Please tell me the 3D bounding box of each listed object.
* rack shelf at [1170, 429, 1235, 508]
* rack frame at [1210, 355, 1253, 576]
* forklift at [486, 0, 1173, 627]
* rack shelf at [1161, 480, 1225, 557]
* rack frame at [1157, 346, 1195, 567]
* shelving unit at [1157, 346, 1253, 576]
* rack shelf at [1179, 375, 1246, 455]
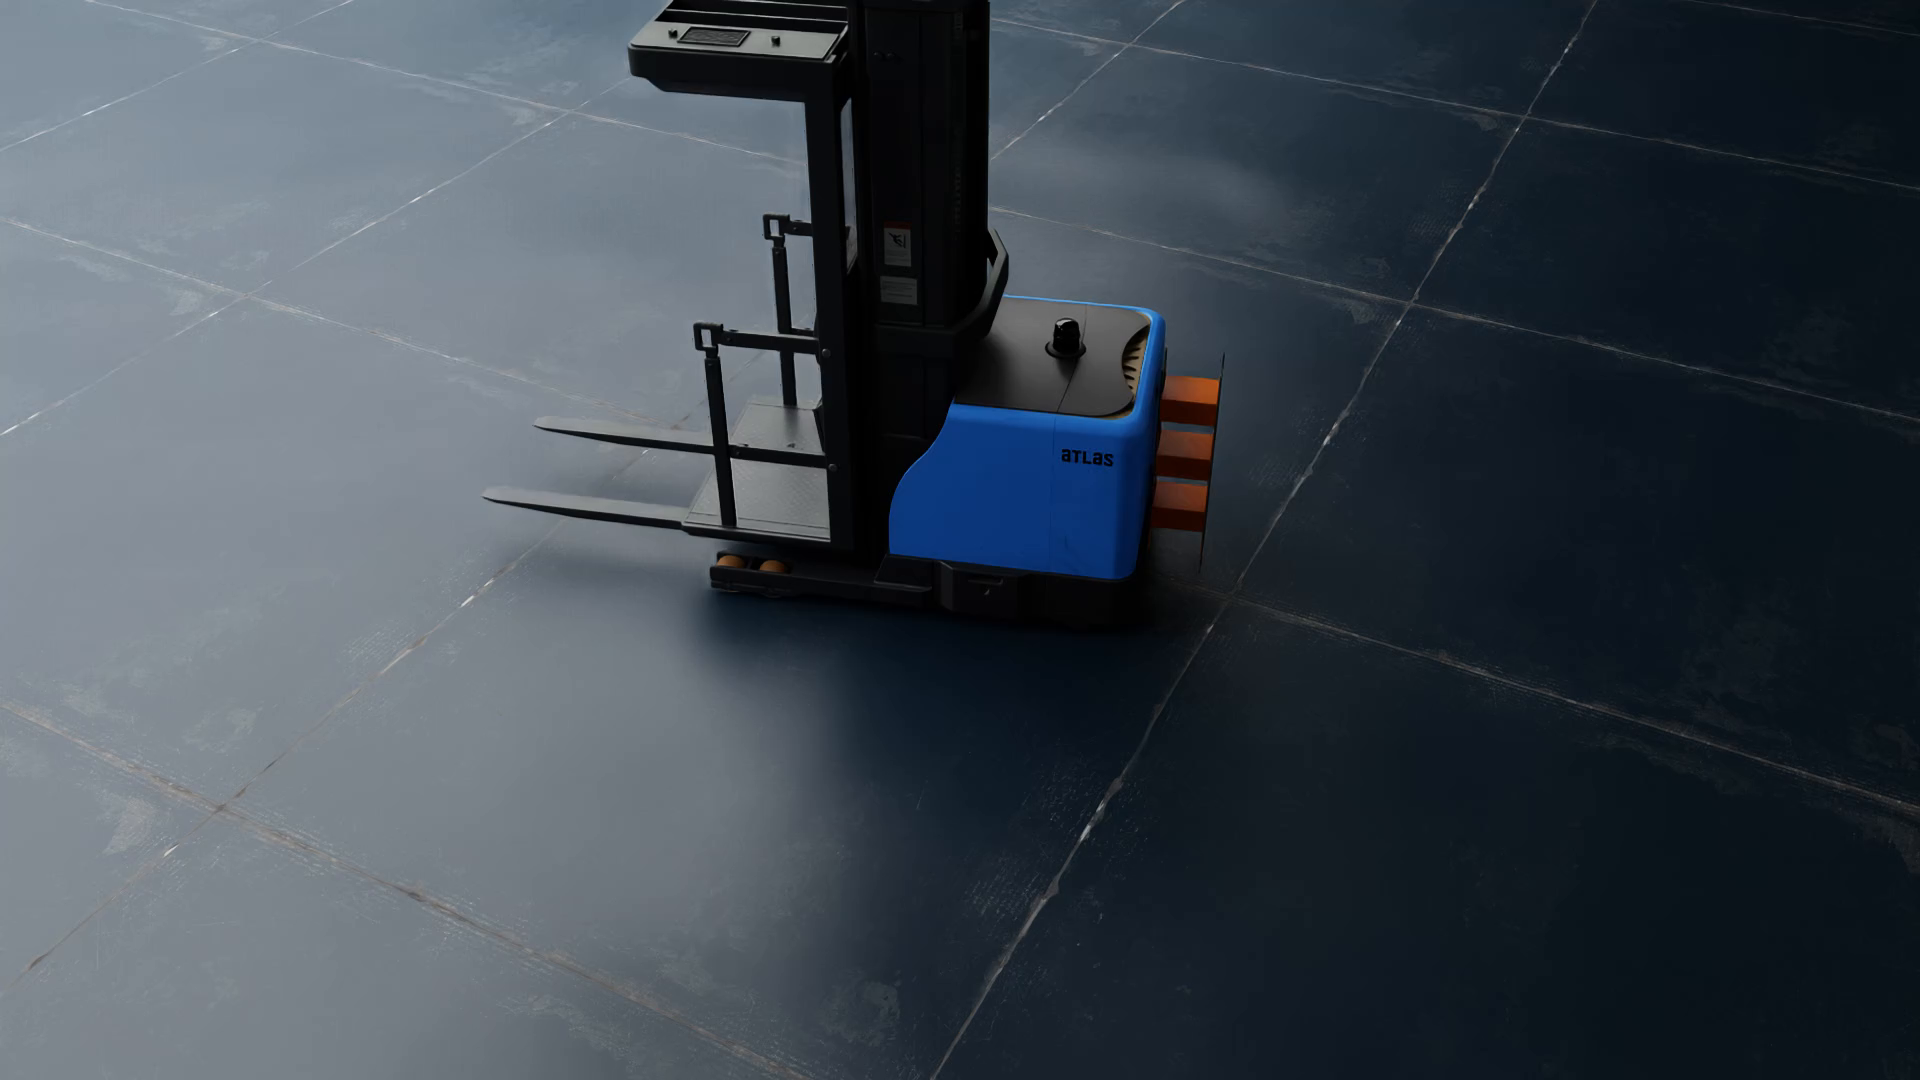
[{"bbox_3d":[1.067,-0.323,7.313,0.240,0.259,0.215,9,38,6],"label":"rack shelf"},{"bbox_3d":[1.188,-0.312,7.294,0.008,1.050,0.200,9,38,6],"label":"rack frame"},{"bbox_3d":[-0.607,-1.190,6.893,3.031,2.935,1.130,5,37,6],"label":"forklift"},{"bbox_3d":[1.050,-0.104,7.484,0.240,0.259,0.215,9,38,6],"label":"rack shelf"},{"bbox_3d":[0.948,-0.351,7.320,0.008,1.050,0.200,9,38,6],"label":"rack frame"},{"bbox_3d":[1.068,-0.332,7.307,0.252,1.050,0.215,9,38,6],"label":"shelving unit"},{"bbox_3d":[1.085,-0.547,7.140,0.240,0.259,0.215,9,38,6],"label":"rack shelf"}]
